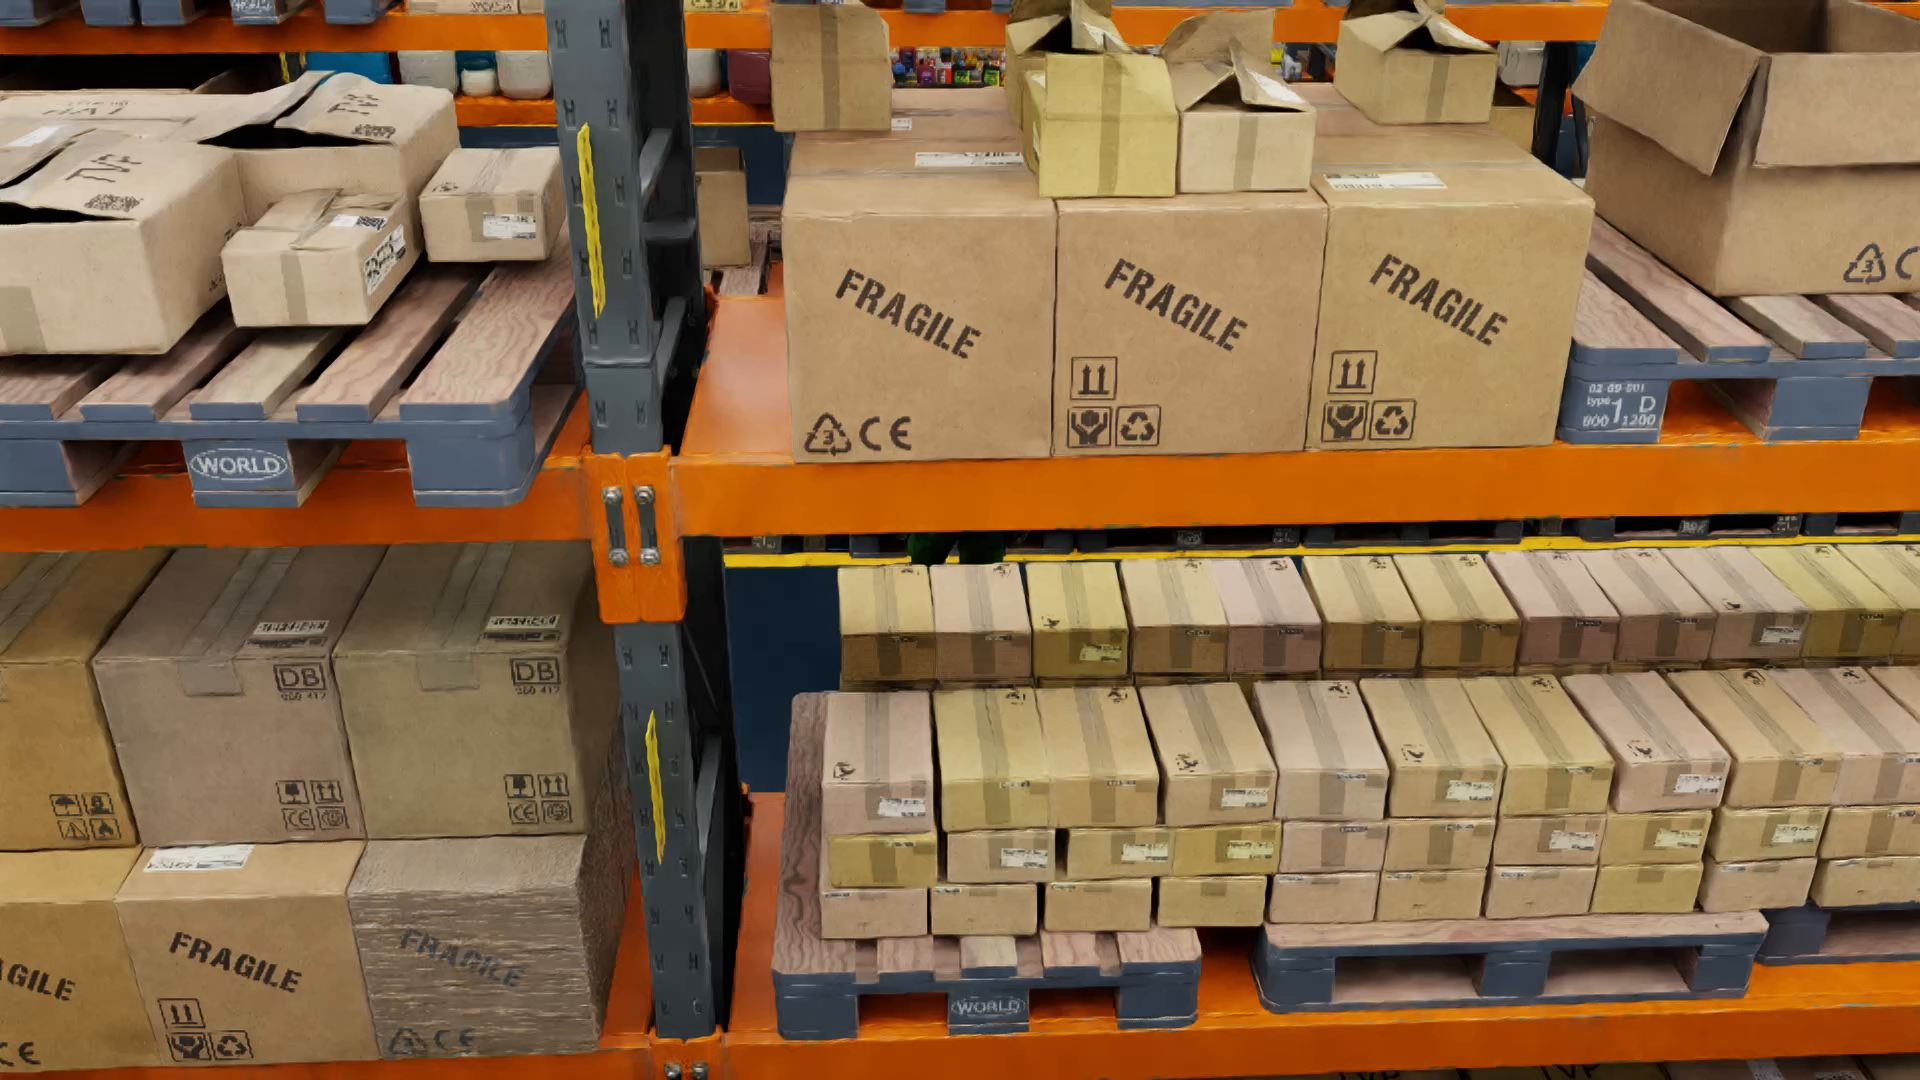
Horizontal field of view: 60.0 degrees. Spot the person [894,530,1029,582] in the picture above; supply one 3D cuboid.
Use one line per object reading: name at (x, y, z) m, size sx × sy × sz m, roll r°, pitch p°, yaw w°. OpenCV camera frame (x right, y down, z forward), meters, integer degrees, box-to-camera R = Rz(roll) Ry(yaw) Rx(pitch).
person at (0.022, -0.118, 7.302) m, size 0.638 × 1.785 × 0.475 m, roll 2°, pitch 27°, yaw 5°
